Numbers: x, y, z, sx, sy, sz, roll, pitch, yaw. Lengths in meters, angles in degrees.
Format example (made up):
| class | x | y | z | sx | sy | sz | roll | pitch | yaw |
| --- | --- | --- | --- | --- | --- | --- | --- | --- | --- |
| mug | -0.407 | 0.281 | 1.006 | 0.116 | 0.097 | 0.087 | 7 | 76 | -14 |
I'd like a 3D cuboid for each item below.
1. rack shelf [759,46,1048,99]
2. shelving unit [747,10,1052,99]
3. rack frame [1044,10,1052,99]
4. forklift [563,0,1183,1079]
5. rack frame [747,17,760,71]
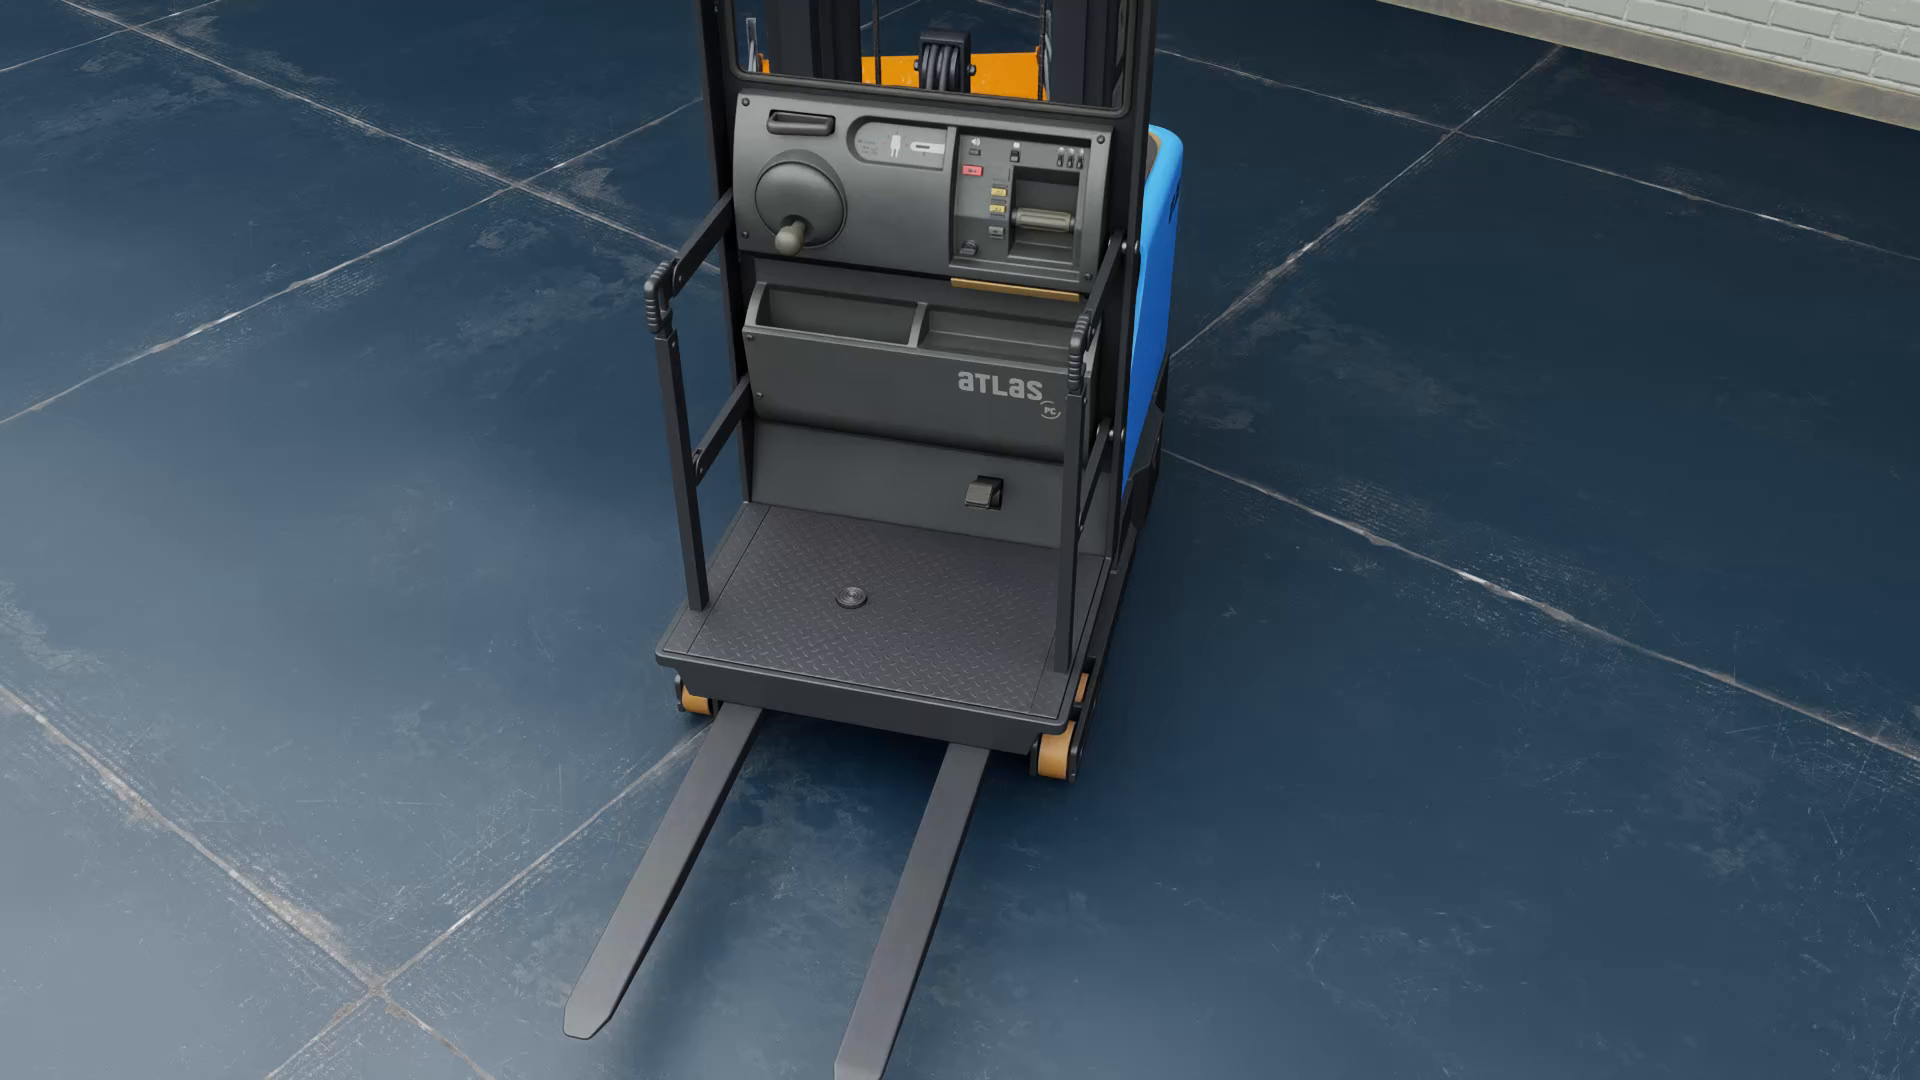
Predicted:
| class | x | y | z | sx | sy | sz | roll | pitch | yaw |
| --- | --- | --- | --- | --- | --- | --- | --- | --- | --- |
| rack shelf | -0.192 | -1.454 | 5.720 | 1.000 | 0.278 | 0.538 | -2 | 38 | -3 |
| shelving unit | -0.192 | -1.224 | 5.900 | 1.048 | 1.125 | 0.538 | -2 | 38 | -3 |
| rack frame | 0.315 | -1.245 | 5.927 | 0.032 | 1.125 | 0.500 | -2 | 38 | -3 |
| forklift | -0.153 | -0.781 | 3.870 | 1.130 | 2.935 | 3.031 | 9 | 39 | 11 |
| rack frame | -0.699 | -1.202 | 5.872 | 0.032 | 1.125 | 0.500 | -2 | 38 | -3 |
